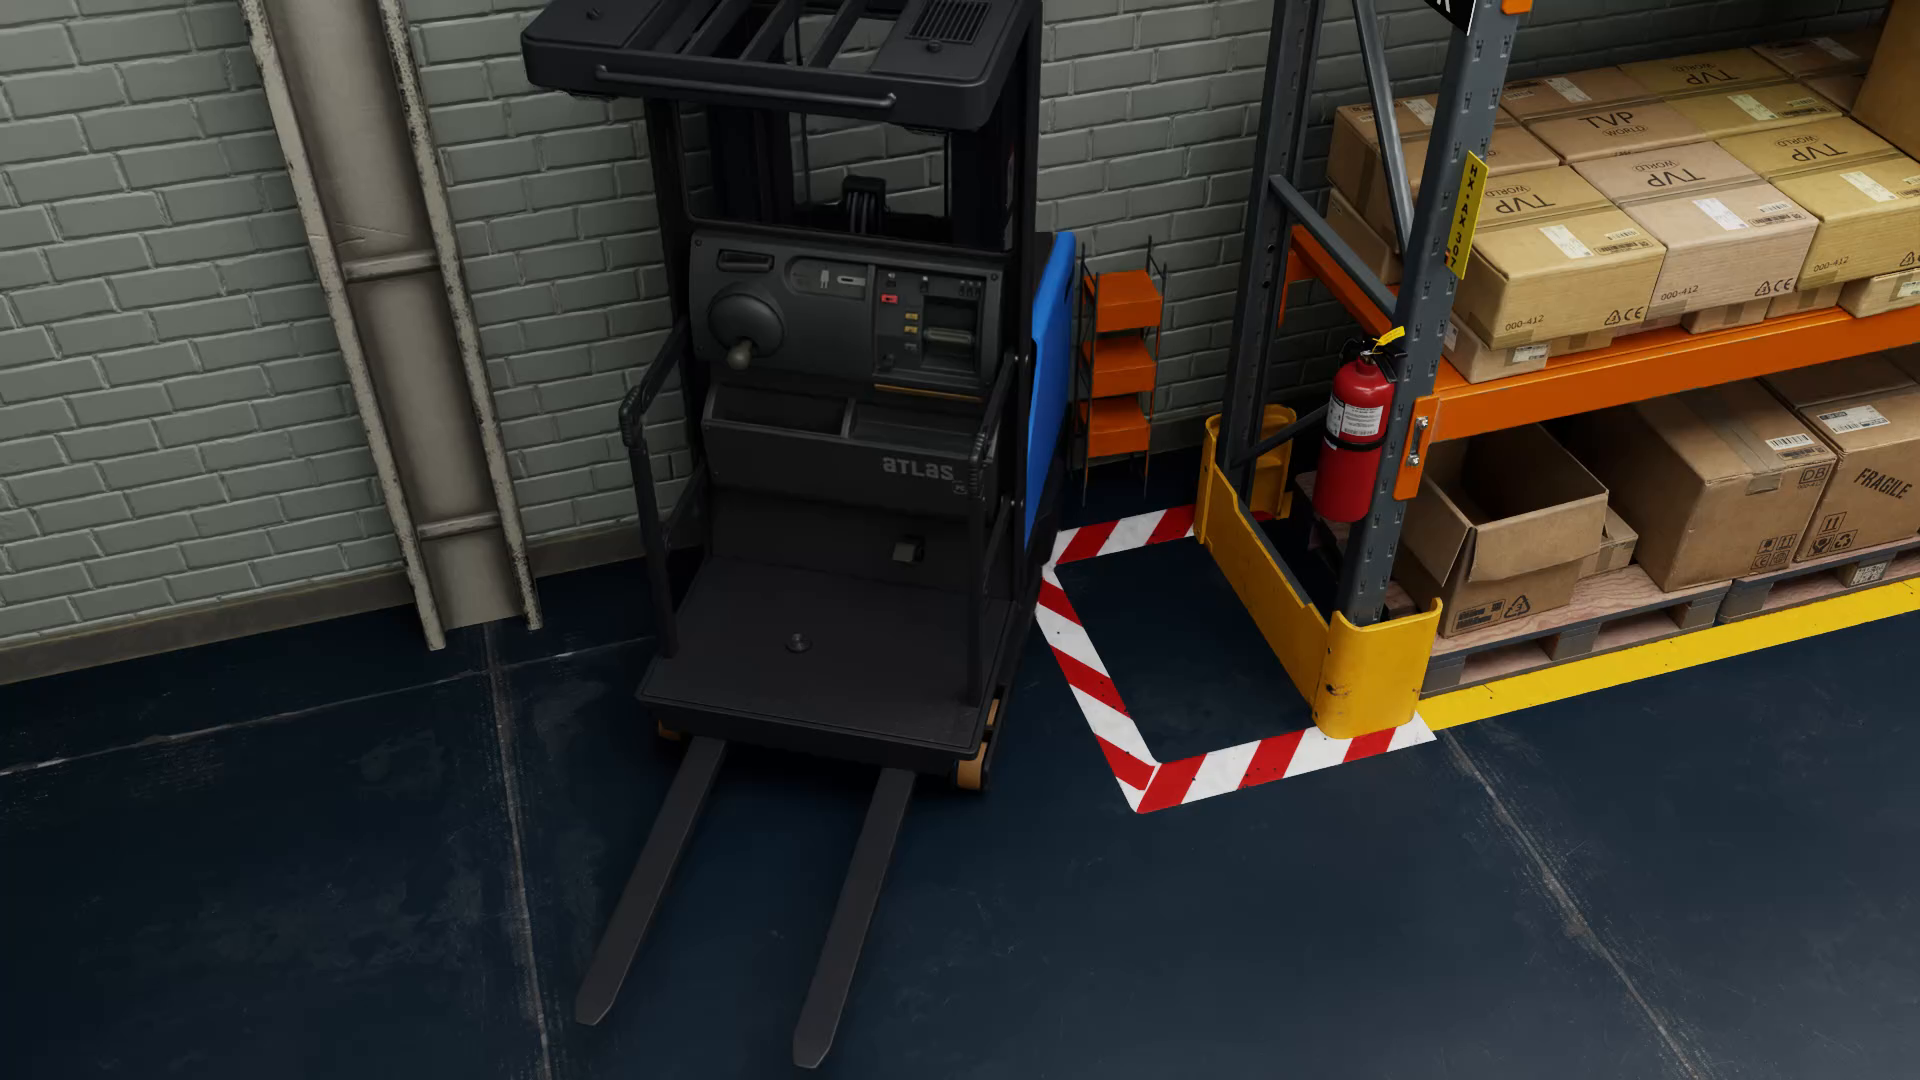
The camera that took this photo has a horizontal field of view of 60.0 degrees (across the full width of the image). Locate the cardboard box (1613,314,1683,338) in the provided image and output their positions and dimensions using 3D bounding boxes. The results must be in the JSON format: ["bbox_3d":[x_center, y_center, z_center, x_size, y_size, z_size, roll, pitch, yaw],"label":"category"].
[{"bbox_3d":[1.996,-0.796,5.072,0.250,0.149,0.380,-12,43,-14],"label":"cardboard box"}]

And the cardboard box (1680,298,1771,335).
[{"bbox_3d":[2.256,-0.808,5.085,0.250,0.149,0.380,-10,42,-12],"label":"cardboard box"}]

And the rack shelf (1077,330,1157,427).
[{"bbox_3d":[0.574,-0.597,6.152,0.240,0.259,0.215,-8,42,-9],"label":"rack shelf"}]

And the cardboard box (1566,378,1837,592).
[{"bbox_3d":[2.570,-0.268,5.857,0.500,0.500,0.700,-10,42,-11],"label":"cardboard box"}]

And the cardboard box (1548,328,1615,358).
[{"bbox_3d":[1.756,-0.722,4.988,0.250,0.149,0.380,-11,42,-12],"label":"cardboard box"}]

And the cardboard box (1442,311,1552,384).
[{"bbox_3d":[1.527,-0.643,4.897,0.250,0.149,0.380,-12,43,-13],"label":"cardboard box"}]

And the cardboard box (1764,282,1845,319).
[{"bbox_3d":[2.507,-0.864,5.150,0.250,0.149,0.380,-11,42,-12],"label":"cardboard box"}]

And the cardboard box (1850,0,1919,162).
[{"bbox_3d":[3.075,-1.400,4.891,0.500,0.500,0.500,-11,42,-12],"label":"cardboard box"}]

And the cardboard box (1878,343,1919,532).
[{"bbox_3d":[3.560,-0.473,6.092,0.500,0.500,0.700,-13,43,-15],"label":"cardboard box"}]

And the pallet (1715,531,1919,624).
[{"bbox_3d":[3.125,-0.206,6.326,1.213,0.211,1.003,-12,42,-13],"label":"pallet"}]

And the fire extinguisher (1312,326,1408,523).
[{"bbox_3d":[1.130,-0.356,4.720,0.183,0.674,0.296,-12,42,-13],"label":"fire extinguisher"}]

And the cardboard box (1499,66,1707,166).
[{"bbox_3d":[1.982,-1.259,5.299,0.500,0.250,0.500,-12,42,-13],"label":"cardboard box"}]

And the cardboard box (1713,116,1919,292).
[{"bbox_3d":[2.608,-1.023,5.029,0.500,0.250,0.500,-12,43,-14],"label":"cardboard box"}]

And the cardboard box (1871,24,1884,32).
[{"bbox_3d":[3.424,-1.558,5.642,0.500,0.250,0.500,-11,42,-12],"label":"cardboard box"}]

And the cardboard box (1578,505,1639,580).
[{"bbox_3d":[2.160,-0.050,5.875,0.250,0.149,0.380,-13,43,-15],"label":"cardboard box"}]

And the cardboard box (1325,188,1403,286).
[{"bbox_3d":[1.367,-0.984,5.288,0.250,0.149,0.380,-12,43,-14],"label":"cardboard box"}]

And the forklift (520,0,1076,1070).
[{"bbox_3d":[-0.382,-0.575,4.681,1.130,2.935,3.031,8,42,9],"label":"forklift"}]

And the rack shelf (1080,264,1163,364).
[{"bbox_3d":[0.574,-0.811,5.965,0.240,0.259,0.215,-8,42,-9],"label":"rack shelf"}]

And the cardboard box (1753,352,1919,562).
[{"bbox_3d":[3.104,-0.309,5.905,0.500,0.500,0.500,-11,42,-12],"label":"cardboard box"}]

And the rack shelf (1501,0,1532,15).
[{"bbox_3d":[3.039,-2.099,4.639,4.000,0.370,1.077,-12,42,-13],"label":"rack shelf"}]

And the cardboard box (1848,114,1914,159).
[{"bbox_3d":[3.090,-1.137,5.160,0.500,0.250,0.500,-13,43,-14],"label":"cardboard box"}]

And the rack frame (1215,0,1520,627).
[{"bbox_3d":[1.131,-0.845,4.937,0.127,3.000,1.000,-12,42,-13],"label":"rack frame"}]

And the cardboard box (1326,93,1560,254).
[{"bbox_3d":[1.490,-1.158,5.183,0.500,0.250,0.500,-11,42,-12],"label":"cardboard box"}]

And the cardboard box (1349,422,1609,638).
[{"bbox_3d":[1.743,-0.124,5.691,0.637,0.503,0.797,-13,43,-15],"label":"cardboard box"}]

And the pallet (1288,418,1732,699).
[{"bbox_3d":[1.964,0.032,6.053,1.213,0.211,1.003,-12,42,-13],"label":"pallet"}]

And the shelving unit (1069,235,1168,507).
[{"bbox_3d":[0.574,-0.605,6.145,0.252,1.050,0.215,-8,42,-9],"label":"shelving unit"}]

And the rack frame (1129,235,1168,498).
[{"bbox_3d":[0.693,-0.622,6.164,0.008,1.050,0.200,-8,42,-9],"label":"rack frame"}]

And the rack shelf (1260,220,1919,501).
[{"bbox_3d":[3.039,-0.969,5.626,4.000,0.370,1.077,-12,42,-13],"label":"rack shelf"}]

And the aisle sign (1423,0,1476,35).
[{"bbox_3d":[1.154,-1.626,3.855,0.004,0.787,0.394,-12,42,-13],"label":"aisle sign"}]

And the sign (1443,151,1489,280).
[{"bbox_3d":[1.294,-0.830,4.263,0.005,0.325,0.100,-12,42,-13],"label":"sign"}]

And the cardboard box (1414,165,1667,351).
[{"bbox_3d":[1.645,-0.821,4.798,0.500,0.250,0.500,-11,42,-13],"label":"cardboard box"}]

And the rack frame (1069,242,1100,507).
[{"bbox_3d":[0.455,-0.588,6.126,0.008,1.050,0.200,-8,42,-9],"label":"rack frame"}]

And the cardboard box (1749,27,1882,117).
[{"bbox_3d":[2.955,-1.457,5.526,0.500,0.250,0.500,-12,43,-13],"label":"cardboard box"}]

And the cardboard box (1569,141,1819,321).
[{"bbox_3d":[2.126,-0.921,4.912,0.500,0.250,0.500,-11,42,-13],"label":"cardboard box"}]

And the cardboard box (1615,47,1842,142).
[{"bbox_3d":[2.456,-1.354,5.408,0.500,0.250,0.500,-10,42,-12],"label":"cardboard box"}]

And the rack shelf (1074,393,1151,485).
[{"bbox_3d":[0.574,-0.388,6.335,0.240,0.259,0.215,-8,42,-9],"label":"rack shelf"}]

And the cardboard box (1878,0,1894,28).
[{"bbox_3d":[3.446,-1.846,5.401,0.500,0.500,0.500,-13,43,-14],"label":"cardboard box"}]

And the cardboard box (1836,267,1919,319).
[{"bbox_3d":[2.771,-0.866,5.153,0.250,0.149,0.380,-13,43,-14],"label":"cardboard box"}]

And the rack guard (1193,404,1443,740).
[{"bbox_3d":[1.204,0.082,5.777,0.348,0.500,1.175,-12,42,-13],"label":"rack guard"}]
